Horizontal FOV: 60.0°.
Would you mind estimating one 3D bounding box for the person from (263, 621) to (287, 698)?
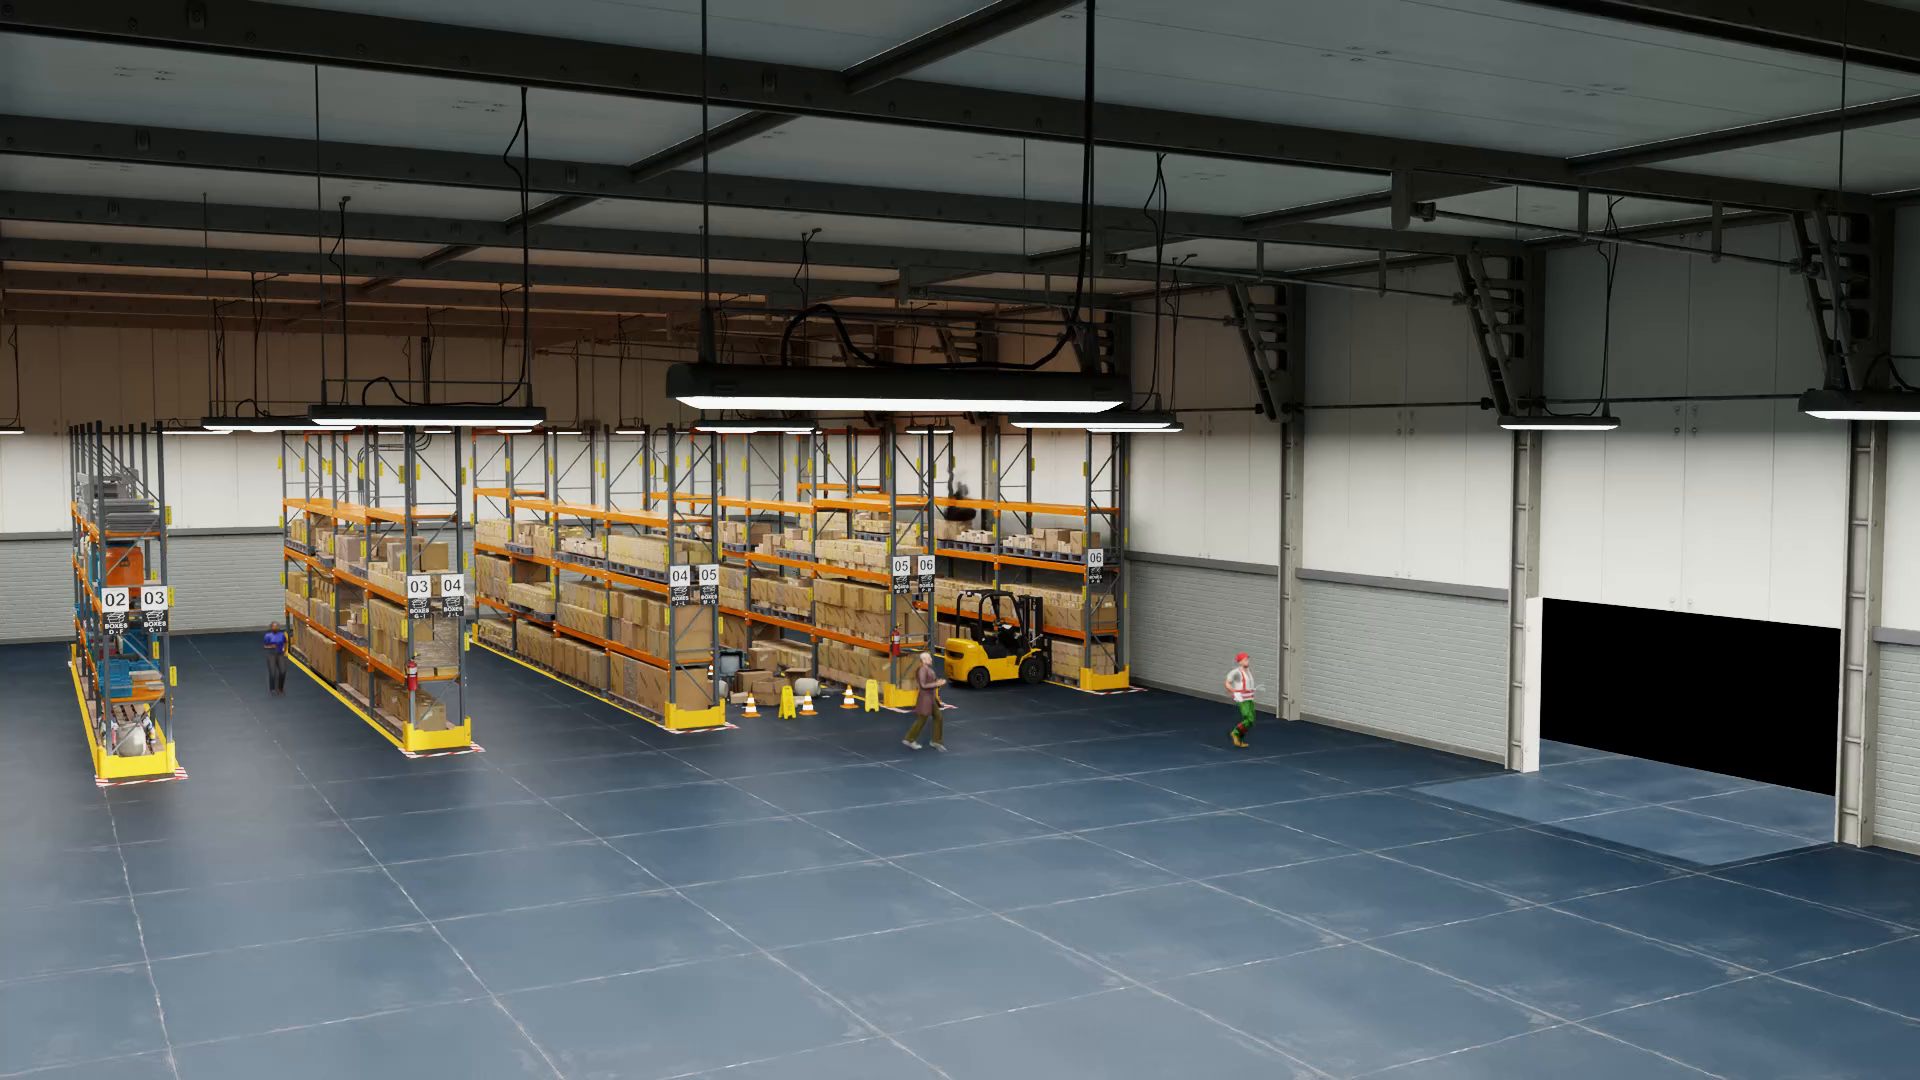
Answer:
[{"bbox_3d":[-15.060,2.642,36.648,0.553,1.699,0.681,-2,4,-33],"label":"person"}]

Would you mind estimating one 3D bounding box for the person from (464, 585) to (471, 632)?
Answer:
[{"bbox_3d":[-14.431,2.004,47.610,0.848,1.515,0.643,-2,4,-31],"label":"person"}]

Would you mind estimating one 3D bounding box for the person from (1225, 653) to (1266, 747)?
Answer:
[{"bbox_3d":[5.271,2.947,30.553,0.584,1.742,0.643,3,5,41],"label":"person"}]

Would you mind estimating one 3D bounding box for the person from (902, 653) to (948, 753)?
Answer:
[{"bbox_3d":[-0.634,2.960,30.210,0.842,1.841,0.692,1,4,17],"label":"person"}]
